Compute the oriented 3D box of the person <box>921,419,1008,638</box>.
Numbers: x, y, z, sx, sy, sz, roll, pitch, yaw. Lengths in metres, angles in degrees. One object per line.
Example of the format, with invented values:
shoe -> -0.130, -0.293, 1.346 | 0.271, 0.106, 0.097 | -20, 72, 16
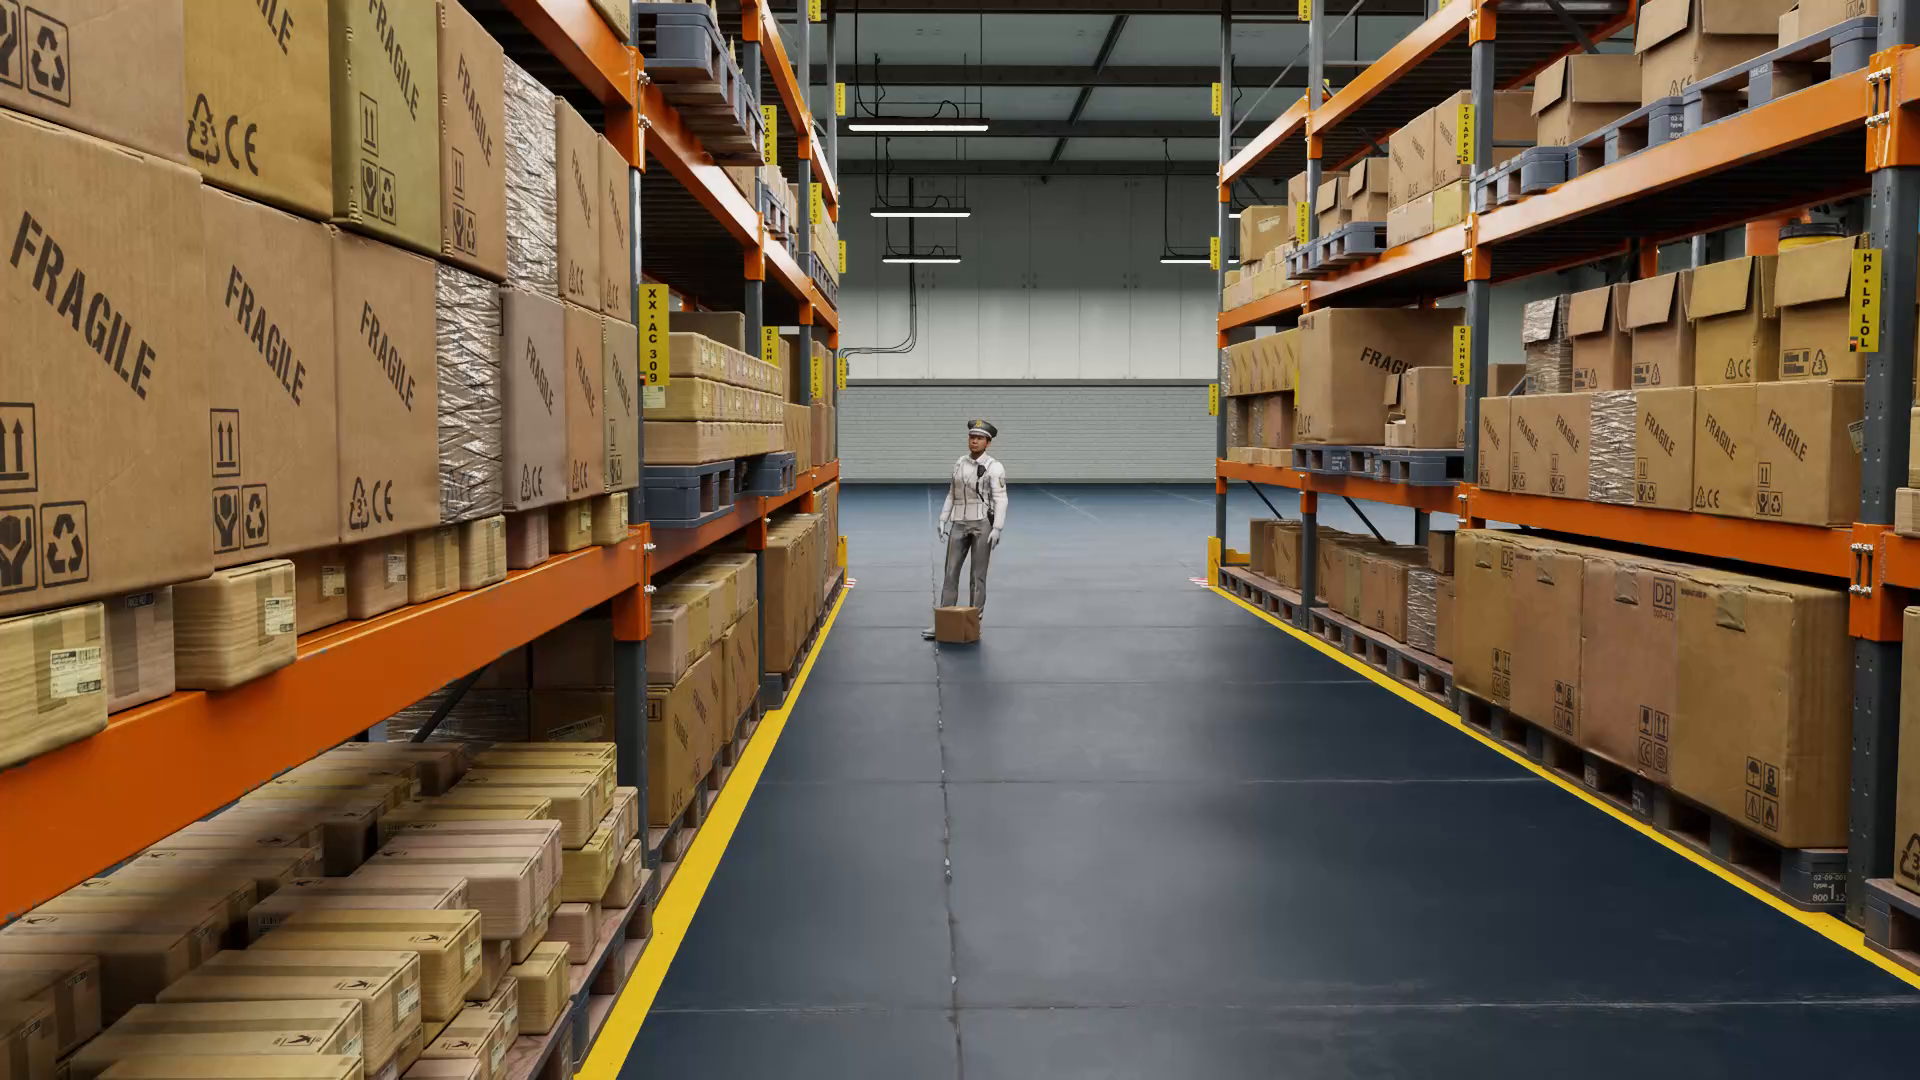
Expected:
person -> 0.061, -0.090, 12.951 | 0.586, 1.694, 0.532 | 2, 5, 32
